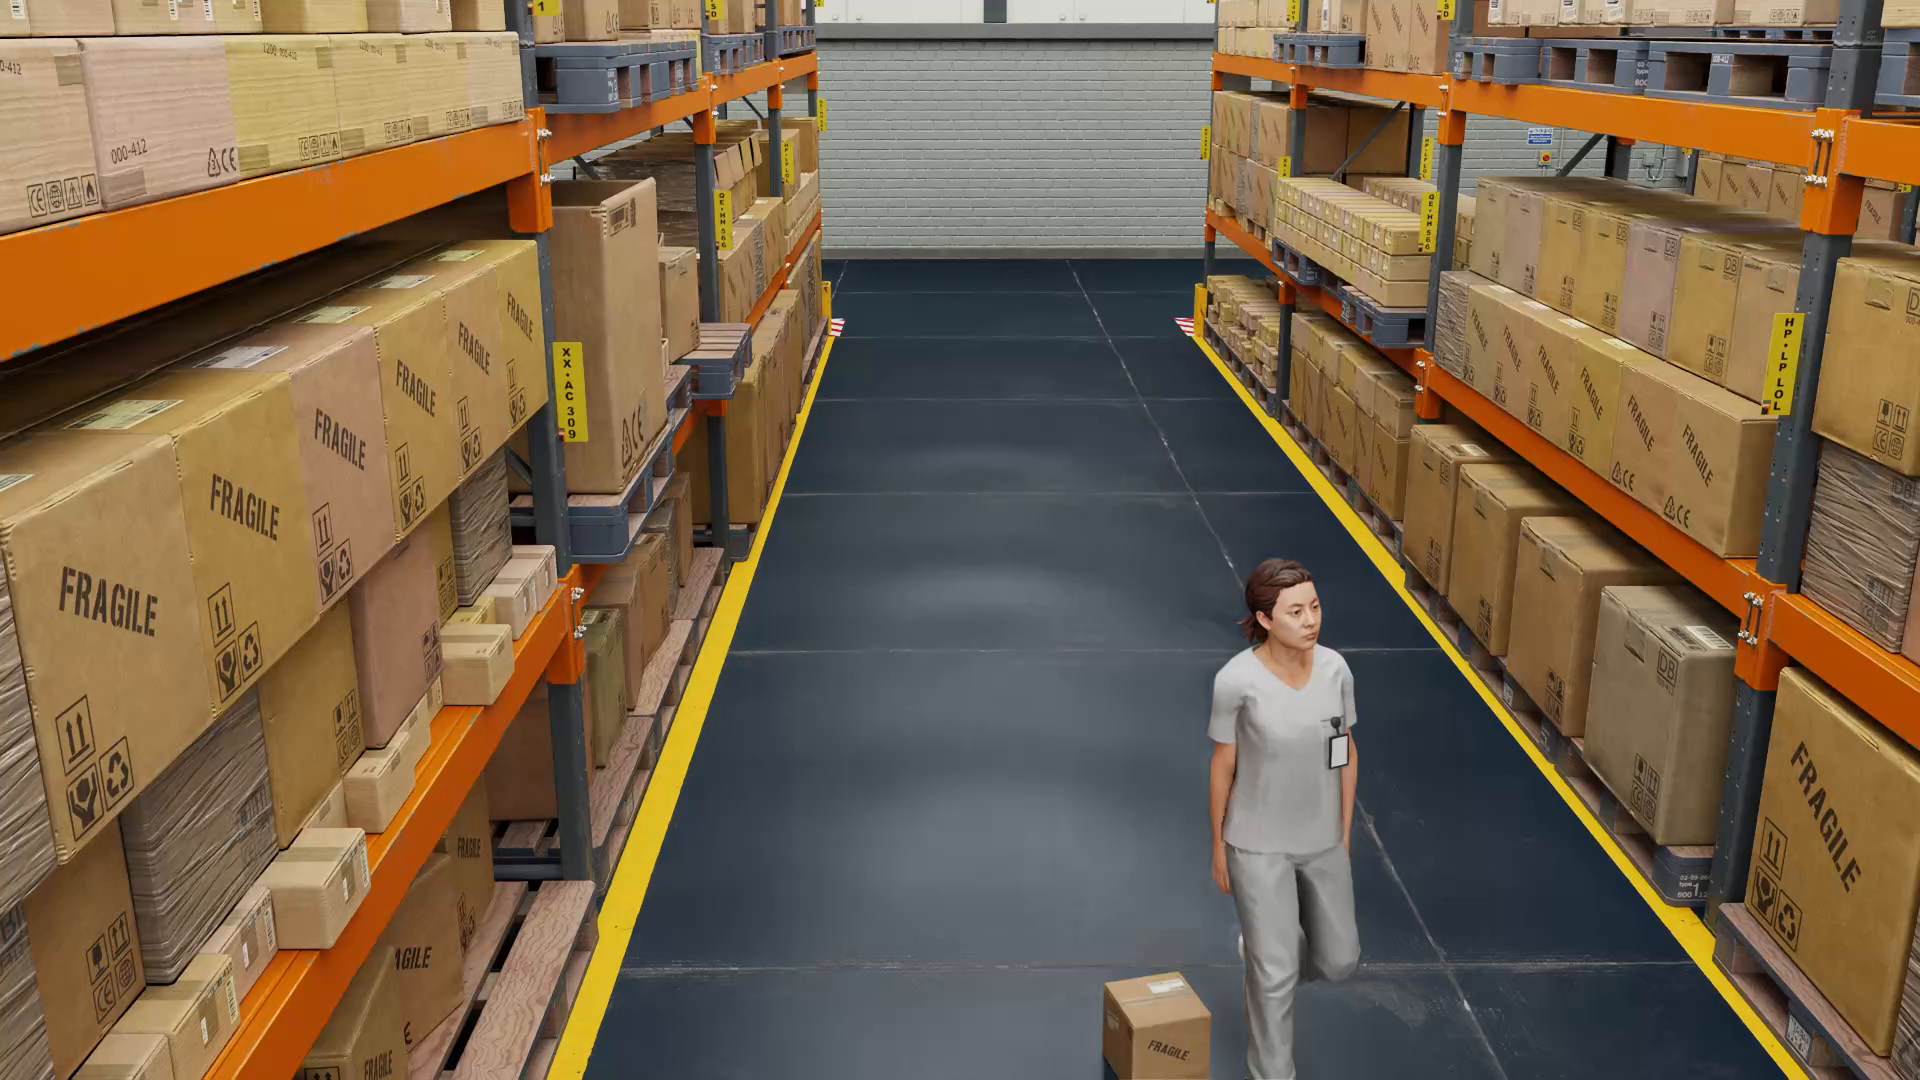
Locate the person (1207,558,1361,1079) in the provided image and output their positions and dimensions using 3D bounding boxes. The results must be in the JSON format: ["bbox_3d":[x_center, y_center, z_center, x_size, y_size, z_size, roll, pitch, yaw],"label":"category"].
[{"bbox_3d":[0.915,0.843,4.780,0.447,1.649,0.665,-5,18,-15],"label":"person"}]
